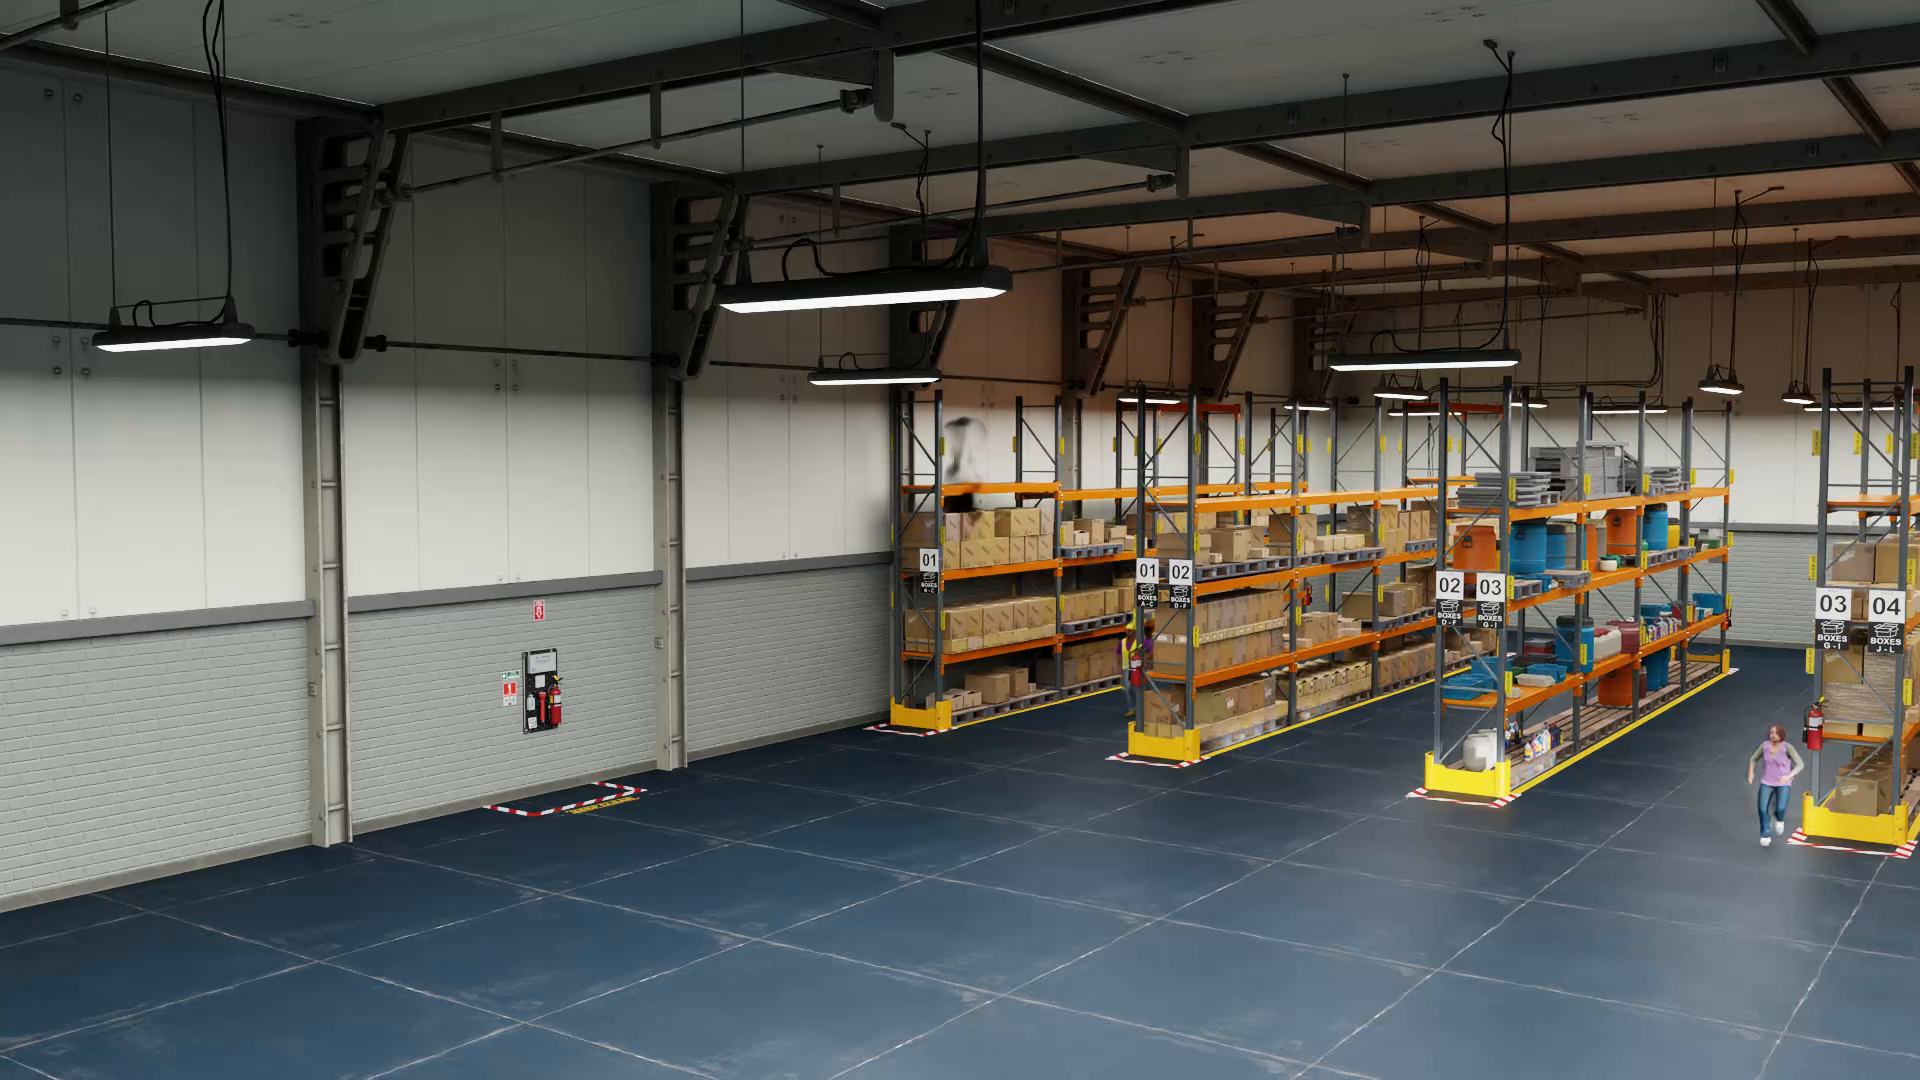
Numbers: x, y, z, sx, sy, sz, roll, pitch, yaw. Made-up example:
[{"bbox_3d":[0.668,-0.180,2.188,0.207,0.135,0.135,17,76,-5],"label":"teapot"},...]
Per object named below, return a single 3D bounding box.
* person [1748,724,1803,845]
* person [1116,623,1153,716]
[{"bbox_3d":[10.218,3.097,20.878,0.611,1.536,0.484,2,4,33],"label":"person"},{"bbox_3d":[3.223,2.407,30.897,0.714,1.729,0.661,2,4,29],"label":"person"}]
